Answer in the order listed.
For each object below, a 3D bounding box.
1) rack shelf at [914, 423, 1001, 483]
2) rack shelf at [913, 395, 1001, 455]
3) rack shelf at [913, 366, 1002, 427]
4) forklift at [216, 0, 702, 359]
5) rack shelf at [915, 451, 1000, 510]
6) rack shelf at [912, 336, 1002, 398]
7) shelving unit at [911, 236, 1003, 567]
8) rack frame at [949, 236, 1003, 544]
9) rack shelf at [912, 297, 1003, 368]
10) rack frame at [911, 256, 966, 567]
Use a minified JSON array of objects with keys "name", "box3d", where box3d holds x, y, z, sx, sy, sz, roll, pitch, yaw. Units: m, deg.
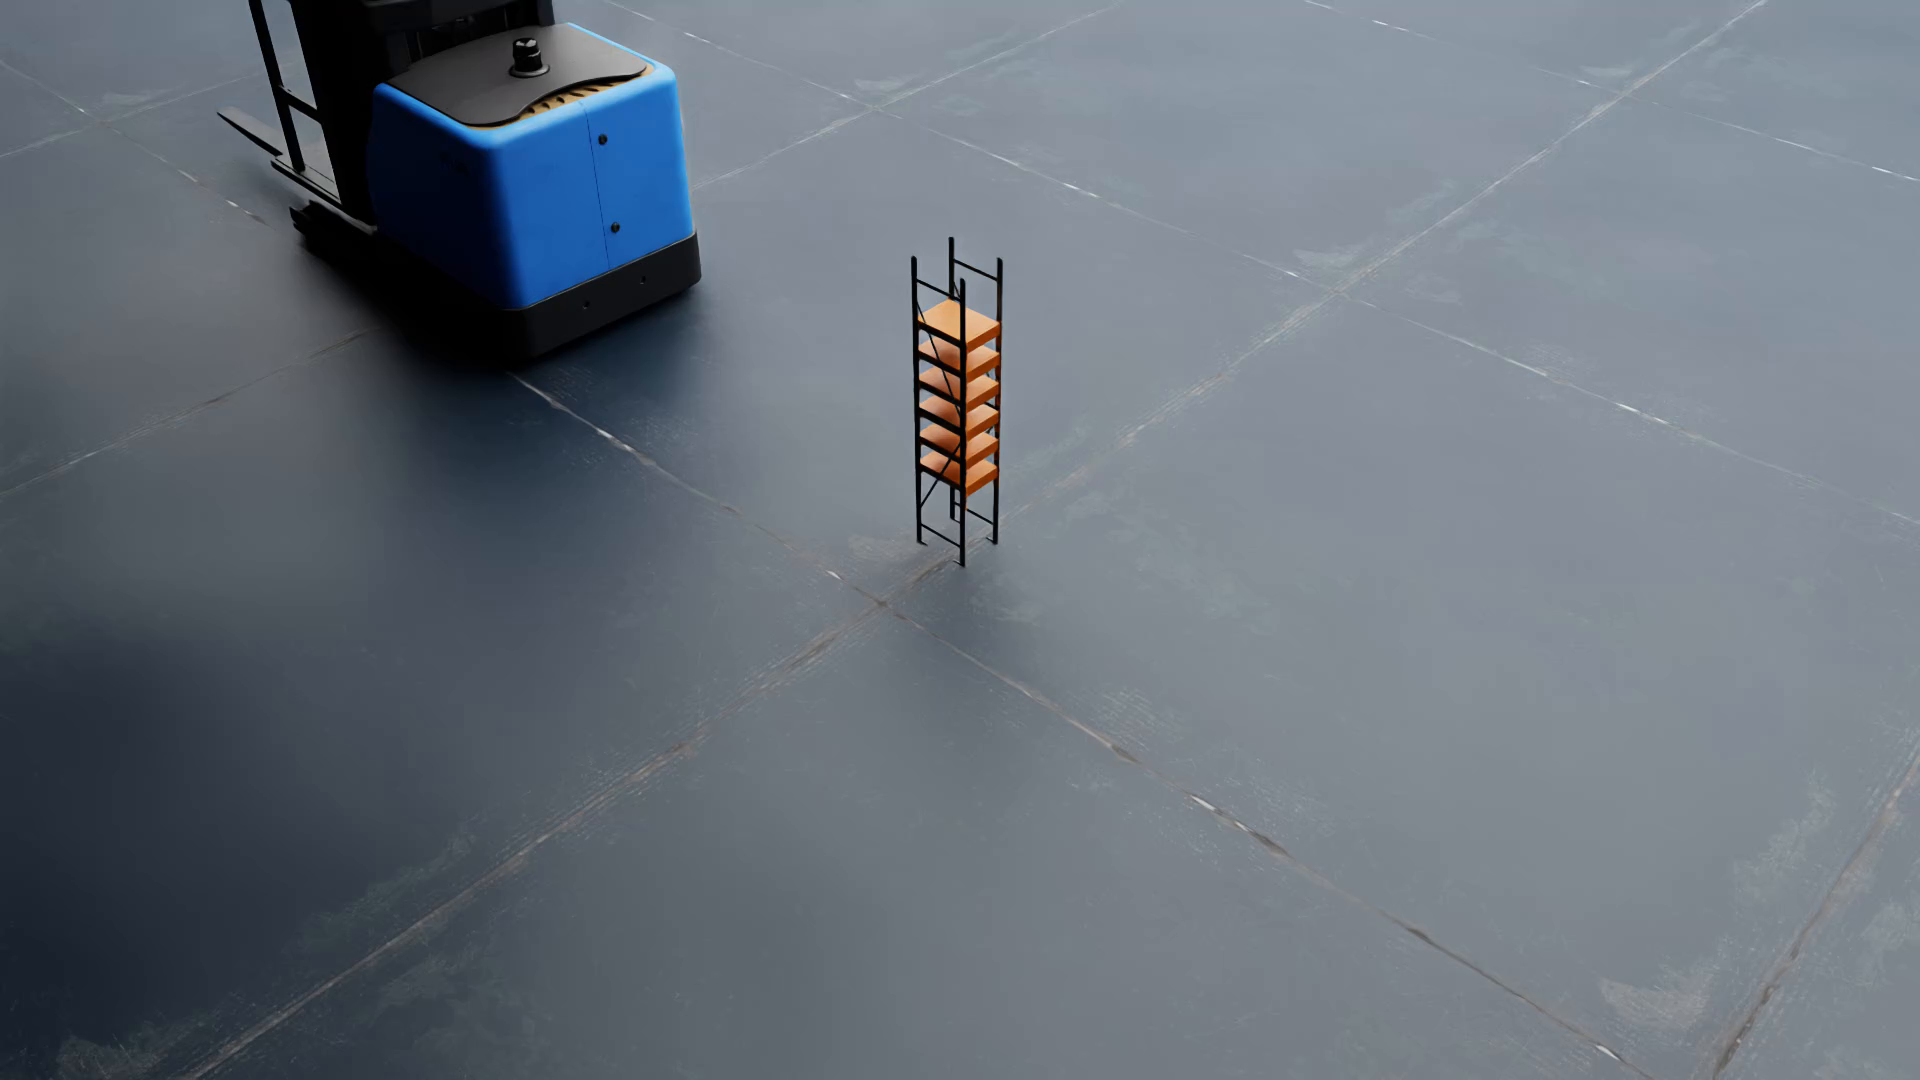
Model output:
[{"name":"rack shelf","box3d":[-0.010,-0.334,5.971,0.258,0.103,0.180,30,47,32]},{"name":"rack shelf","box3d":[-0.010,-0.428,5.896,0.258,0.103,0.180,30,47,32]},{"name":"rack shelf","box3d":[-0.010,-0.522,5.821,0.258,0.103,0.180,30,47,32]},{"name":"forklift","box3d":[-2.595,-2.728,7.325,3.031,2.935,1.130,31,48,33]},{"name":"rack shelf","box3d":[-0.010,-0.240,6.045,0.258,0.103,0.180,30,47,32]},{"name":"rack shelf","box3d":[-0.010,-0.616,5.746,0.258,0.103,0.180,30,47,32]},{"name":"shelving unit","box3d":[-0.010,-0.463,5.868,0.258,1.200,0.189,30,47,32]},{"name":"rack frame","box3d":[0.052,-0.505,5.921,0.240,1.200,0.006,30,47,32]},{"name":"rack shelf","box3d":[-0.010,-0.710,5.672,0.258,0.103,0.180,30,47,32]},{"name":"rack frame","box3d":[-0.071,-0.421,5.815,0.240,1.200,0.006,30,47,32]}]
